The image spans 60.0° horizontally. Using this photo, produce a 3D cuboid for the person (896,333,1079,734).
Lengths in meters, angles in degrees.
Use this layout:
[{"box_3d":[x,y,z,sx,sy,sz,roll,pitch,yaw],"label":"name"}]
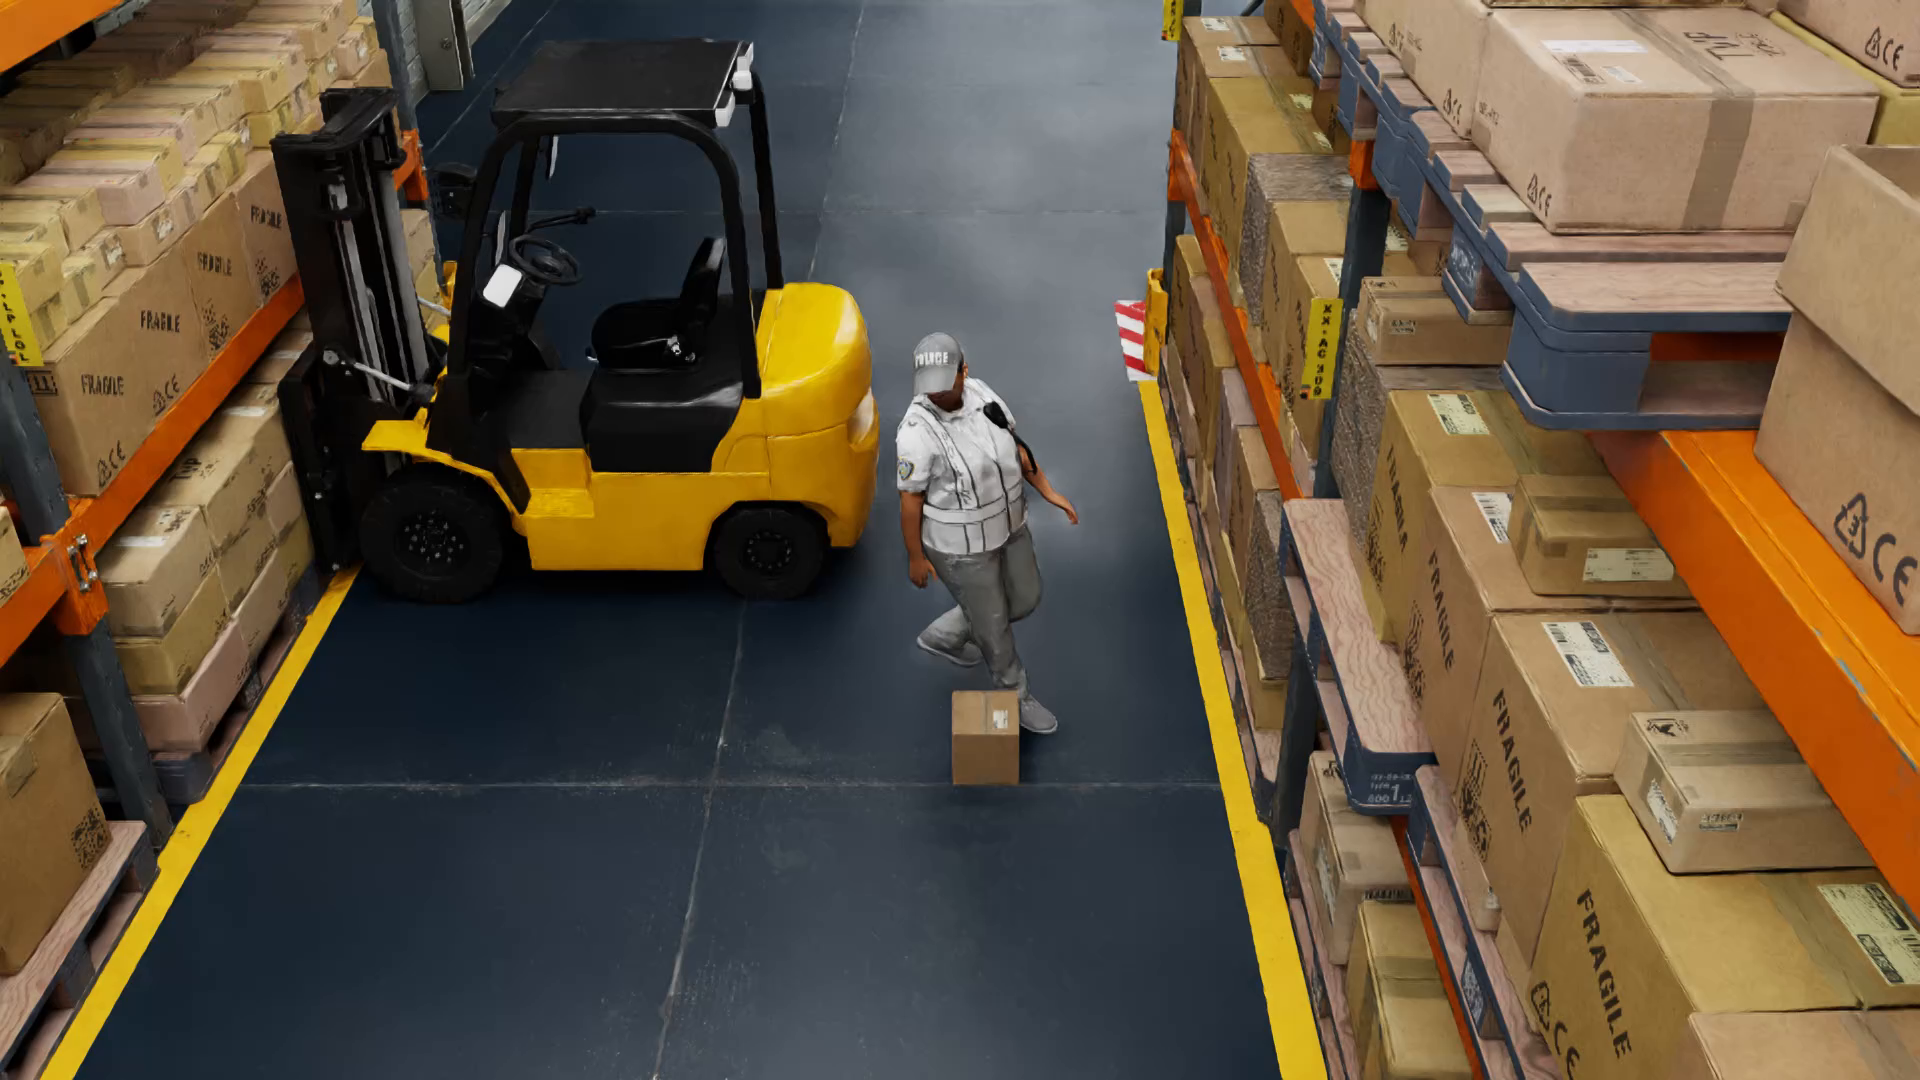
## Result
[{"box_3d":[0.096,-0.022,6.211,0.640,1.641,0.567,19,36,27],"label":"person"}]
